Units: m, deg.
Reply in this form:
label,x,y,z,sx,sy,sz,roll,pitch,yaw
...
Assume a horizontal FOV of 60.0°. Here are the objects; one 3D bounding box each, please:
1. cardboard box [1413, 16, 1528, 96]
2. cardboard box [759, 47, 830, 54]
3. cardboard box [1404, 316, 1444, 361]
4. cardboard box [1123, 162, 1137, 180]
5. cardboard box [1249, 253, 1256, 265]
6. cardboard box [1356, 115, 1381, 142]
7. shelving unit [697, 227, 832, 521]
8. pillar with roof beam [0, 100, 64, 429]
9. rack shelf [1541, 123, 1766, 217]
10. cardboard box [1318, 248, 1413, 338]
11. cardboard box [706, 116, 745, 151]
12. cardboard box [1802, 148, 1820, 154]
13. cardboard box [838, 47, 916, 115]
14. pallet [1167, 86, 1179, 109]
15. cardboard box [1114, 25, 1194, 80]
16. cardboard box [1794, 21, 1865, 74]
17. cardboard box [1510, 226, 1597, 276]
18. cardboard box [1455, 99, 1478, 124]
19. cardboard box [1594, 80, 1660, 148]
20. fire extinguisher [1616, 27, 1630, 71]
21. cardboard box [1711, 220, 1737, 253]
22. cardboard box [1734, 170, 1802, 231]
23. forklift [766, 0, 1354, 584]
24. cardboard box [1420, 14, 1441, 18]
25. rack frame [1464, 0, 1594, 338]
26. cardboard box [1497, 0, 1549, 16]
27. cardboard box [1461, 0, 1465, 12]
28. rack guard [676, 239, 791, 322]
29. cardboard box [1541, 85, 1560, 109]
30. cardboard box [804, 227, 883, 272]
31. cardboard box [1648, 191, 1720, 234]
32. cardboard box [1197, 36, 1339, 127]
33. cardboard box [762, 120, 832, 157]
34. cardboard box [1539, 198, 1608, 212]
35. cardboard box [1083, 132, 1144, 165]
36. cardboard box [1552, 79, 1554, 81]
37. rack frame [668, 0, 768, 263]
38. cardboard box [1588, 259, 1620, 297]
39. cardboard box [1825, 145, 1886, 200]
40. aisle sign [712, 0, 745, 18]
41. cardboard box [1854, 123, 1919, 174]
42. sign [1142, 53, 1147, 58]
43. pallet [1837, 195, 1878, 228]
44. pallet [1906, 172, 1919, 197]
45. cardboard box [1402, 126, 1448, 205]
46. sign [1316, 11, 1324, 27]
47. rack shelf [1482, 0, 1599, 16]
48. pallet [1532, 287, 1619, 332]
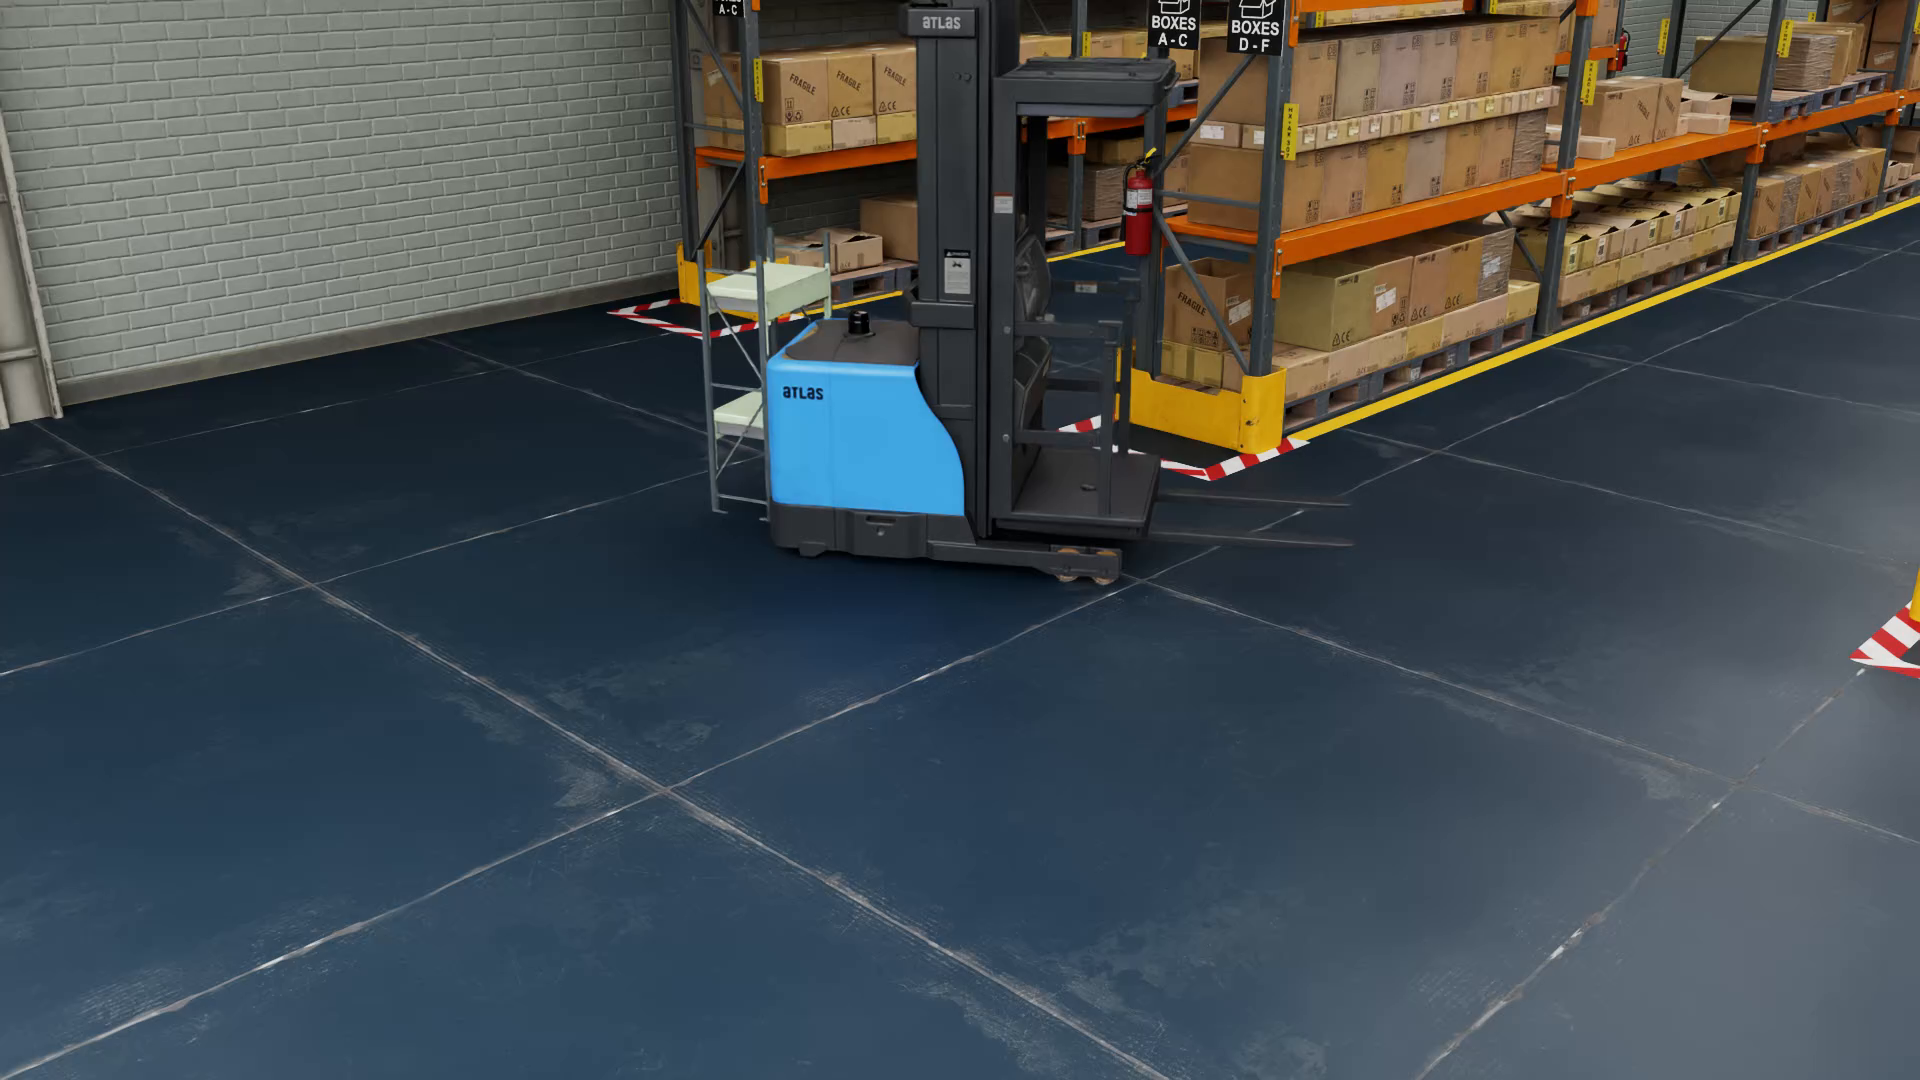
label,x,y,z,sx,sy,sz,roll,pitch,yaw
cardboard box,3.701,-3.561,12.210,0.700,0.500,0.500,19,28,41
cardboard box,-1.450,-3.956,14.321,0.500,0.500,0.500,-20,29,-41
cardboard box,3.148,-1.506,12.059,0.500,0.250,0.500,19,28,41
cardboard box,1.632,-3.771,17.575,0.700,0.500,0.500,19,28,40
cardboard box,2.415,-1.862,11.940,0.500,0.500,0.500,19,28,41
cardboard box,2.530,-2.719,10.925,0.380,0.149,0.250,19,28,40
shelving unit,-1.078,-0.955,9.468,0.431,1.500,0.755,9,23,23
pillar with roof beam,-3.217,-3.942,6.788,9.100,9.000,0.400,19,28,41
rack shelf,5.753,-3.333,14.567,1.077,0.370,4.000,19,28,41
cardboard box,2.788,-1.732,11.601,0.500,0.500,0.500,19,28,41
cardboard box,-1.797,-3.473,14.111,0.500,0.250,0.500,-20,28,-41
cardboard box,9.062,-4.046,18.291,0.500,0.500,0.500,-20,28,-41
cardboard box,-0.719,-3.958,14.326,0.500,0.500,0.500,18,27,39
pallet,1.443,-4.464,16.774,1.003,0.211,1.213,19,28,41
cardboard box,2.017,-5.086,17.375,0.500,0.500,0.700,-16,26,-35
cardboard box,9.448,-5.388,18.186,0.700,0.500,0.500,9,23,23
cardboard box,4.824,-2.373,13.532,0.500,0.311,0.500,19,28,41
cardboard box,3.435,-3.054,11.797,0.250,0.149,0.380,-19,28,-41
cardboard box,5.622,-3.659,14.273,0.500,0.500,0.500,19,28,41
fire extinguisher,9.613,-7.191,24.230,0.296,0.674,0.183,19,28,41
cardboard box,6.956,-2.899,15.683,0.500,0.250,0.500,-19,28,-41
cardboard box,8.032,-3.403,16.617,0.500,0.500,0.500,18,27,39
forklift,0.560,-1.351,8.505,3.031,2.935,1.130,4,21,10
cardboard box,5.540,-6.202,20.448,0.500,0.500,0.500,19,28,41
rack frame,4.358,-3.154,13.100,1.000,3.000,0.127,19,28,41
cardboard box,7.290,-6.911,22.457,0.980,0.700,0.700,18,28,39
cardboard box,6.244,-6.810,20.986,0.500,0.250,0.500,-19,28,-41
rack guard,-1.932,-2.218,14.148,1.175,0.500,0.348,19,28,41
cardboard box,4.321,-3.380,12.645,0.380,0.149,0.250,19,28,41
cardboard box,-1.040,-2.617,14.837,0.500,0.311,0.500,-17,27,-38
cardboard box,6.601,-3.025,15.230,0.500,0.311,0.500,19,28,40
cardboard box,1.939,-2.909,10.514,0.700,0.500,0.500,19,28,41
cardboard box,-1.417,-3.350,13.791,0.500,0.250,0.500,18,28,39
cardboard box,5.496,-2.896,14.893,0.500,0.311,0.500,19,28,40
cardboard box,1.612,-4.089,17.358,0.500,0.250,0.500,19,28,40
cardboard box,8.352,-6.557,23.947,0.380,0.149,0.250,19,28,41
rack frame,-1.985,-3.365,13.649,1.000,3.000,0.127,19,28,41
cardboard box,5.174,-2.240,13.968,0.500,0.250,0.500,-19,28,-41
cardboard box,9.800,-4.051,18.304,0.500,0.500,0.500,19,28,40
aisle sign,-1.820,-4.485,12.939,0.394,0.787,0.004,19,28,41
cardboard box,11.245,-4.735,20.080,0.797,0.503,0.637,19,28,41
sign,1.188,-2.917,10.538,0.100,0.325,0.005,19,28,41
pallet,9.398,-3.691,18.382,1.003,0.211,1.213,19,28,41
pallet,11.269,-4.400,20.230,1.003,0.211,1.213,19,28,41
cardboard box,2.980,-2.688,11.748,0.500,0.500,0.700,-19,28,-40
sign,3.992,-5.792,18.458,0.100,0.325,0.005,19,28,41
rack shelf,5.753,-4.733,14.029,1.077,0.370,4.000,19,28,41
pallet,4.844,-2.052,14.119,1.003,0.211,1.213,19,28,41
